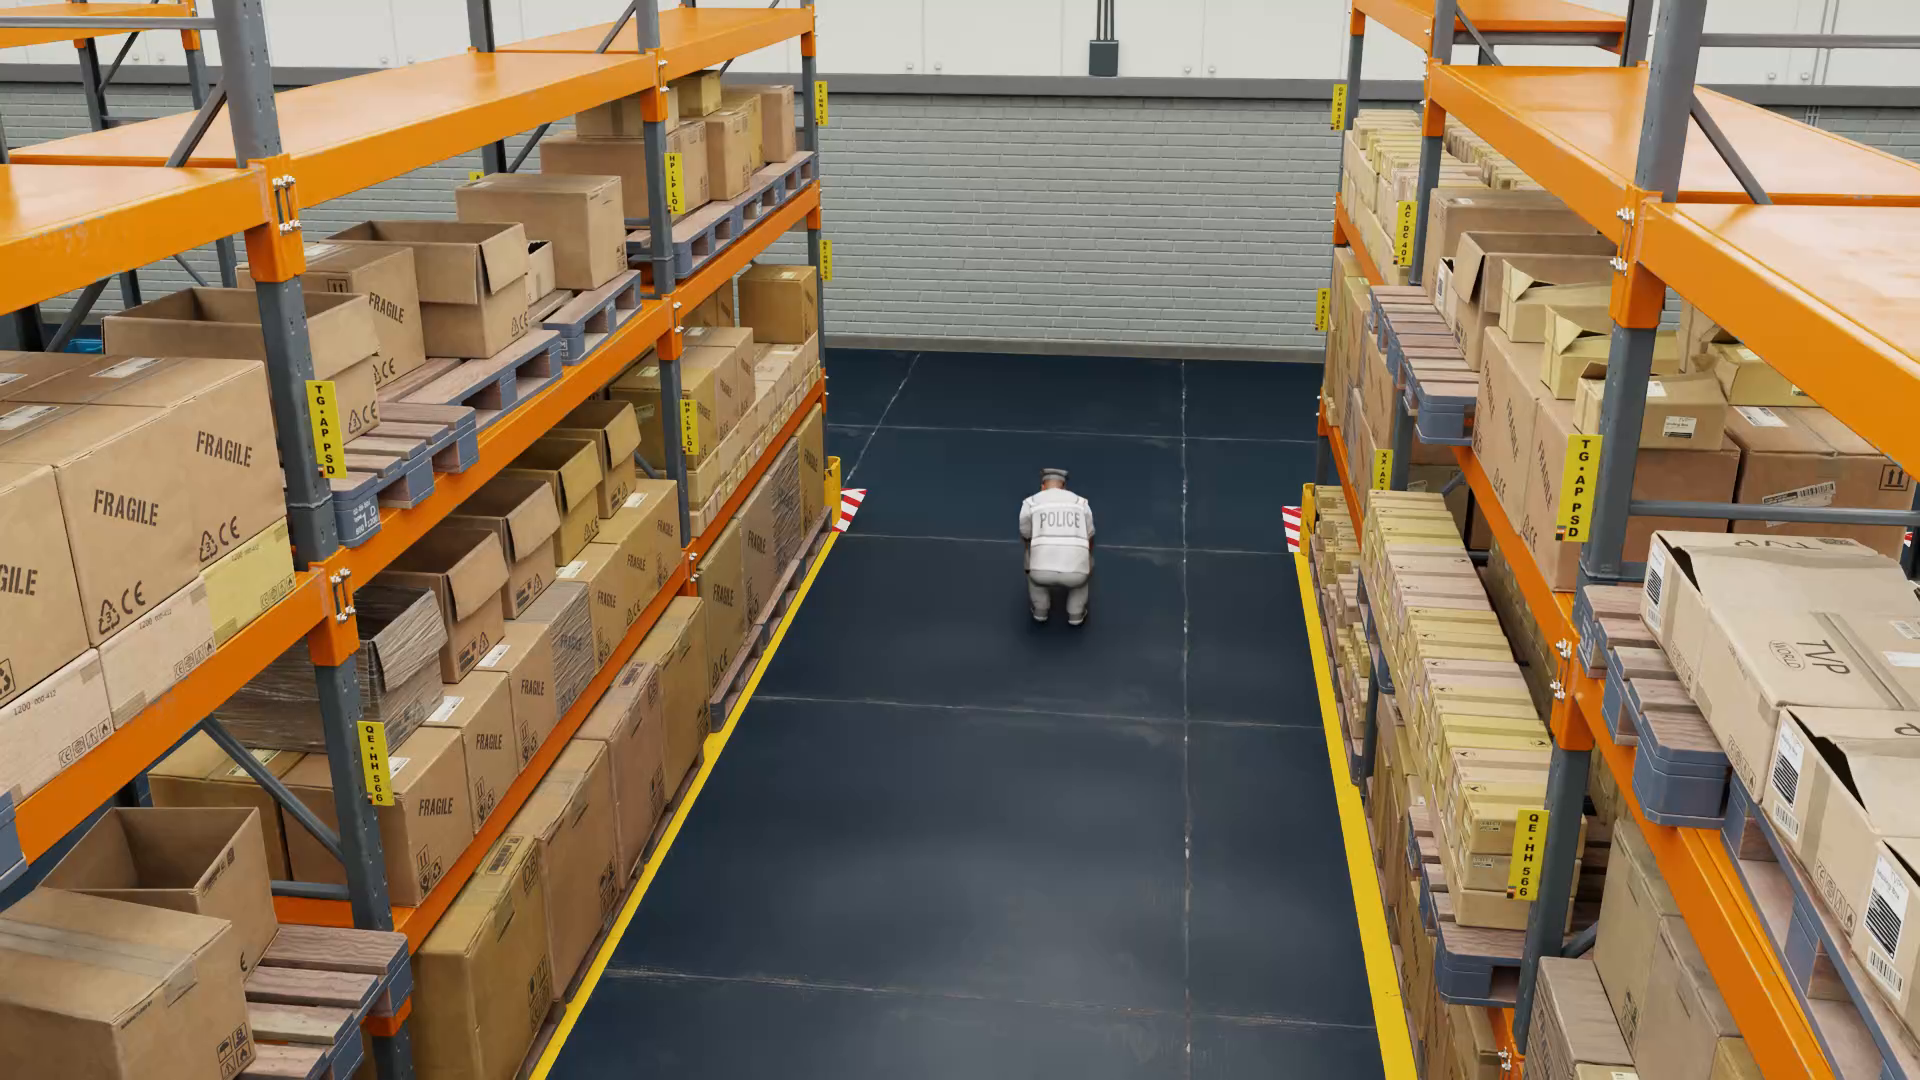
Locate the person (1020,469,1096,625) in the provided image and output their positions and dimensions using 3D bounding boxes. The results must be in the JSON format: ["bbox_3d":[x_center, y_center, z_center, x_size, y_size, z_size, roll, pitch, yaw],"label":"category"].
[{"bbox_3d":[0.698,0.047,11.999,0.566,1.009,0.910,2,21,6],"label":"person"}]
